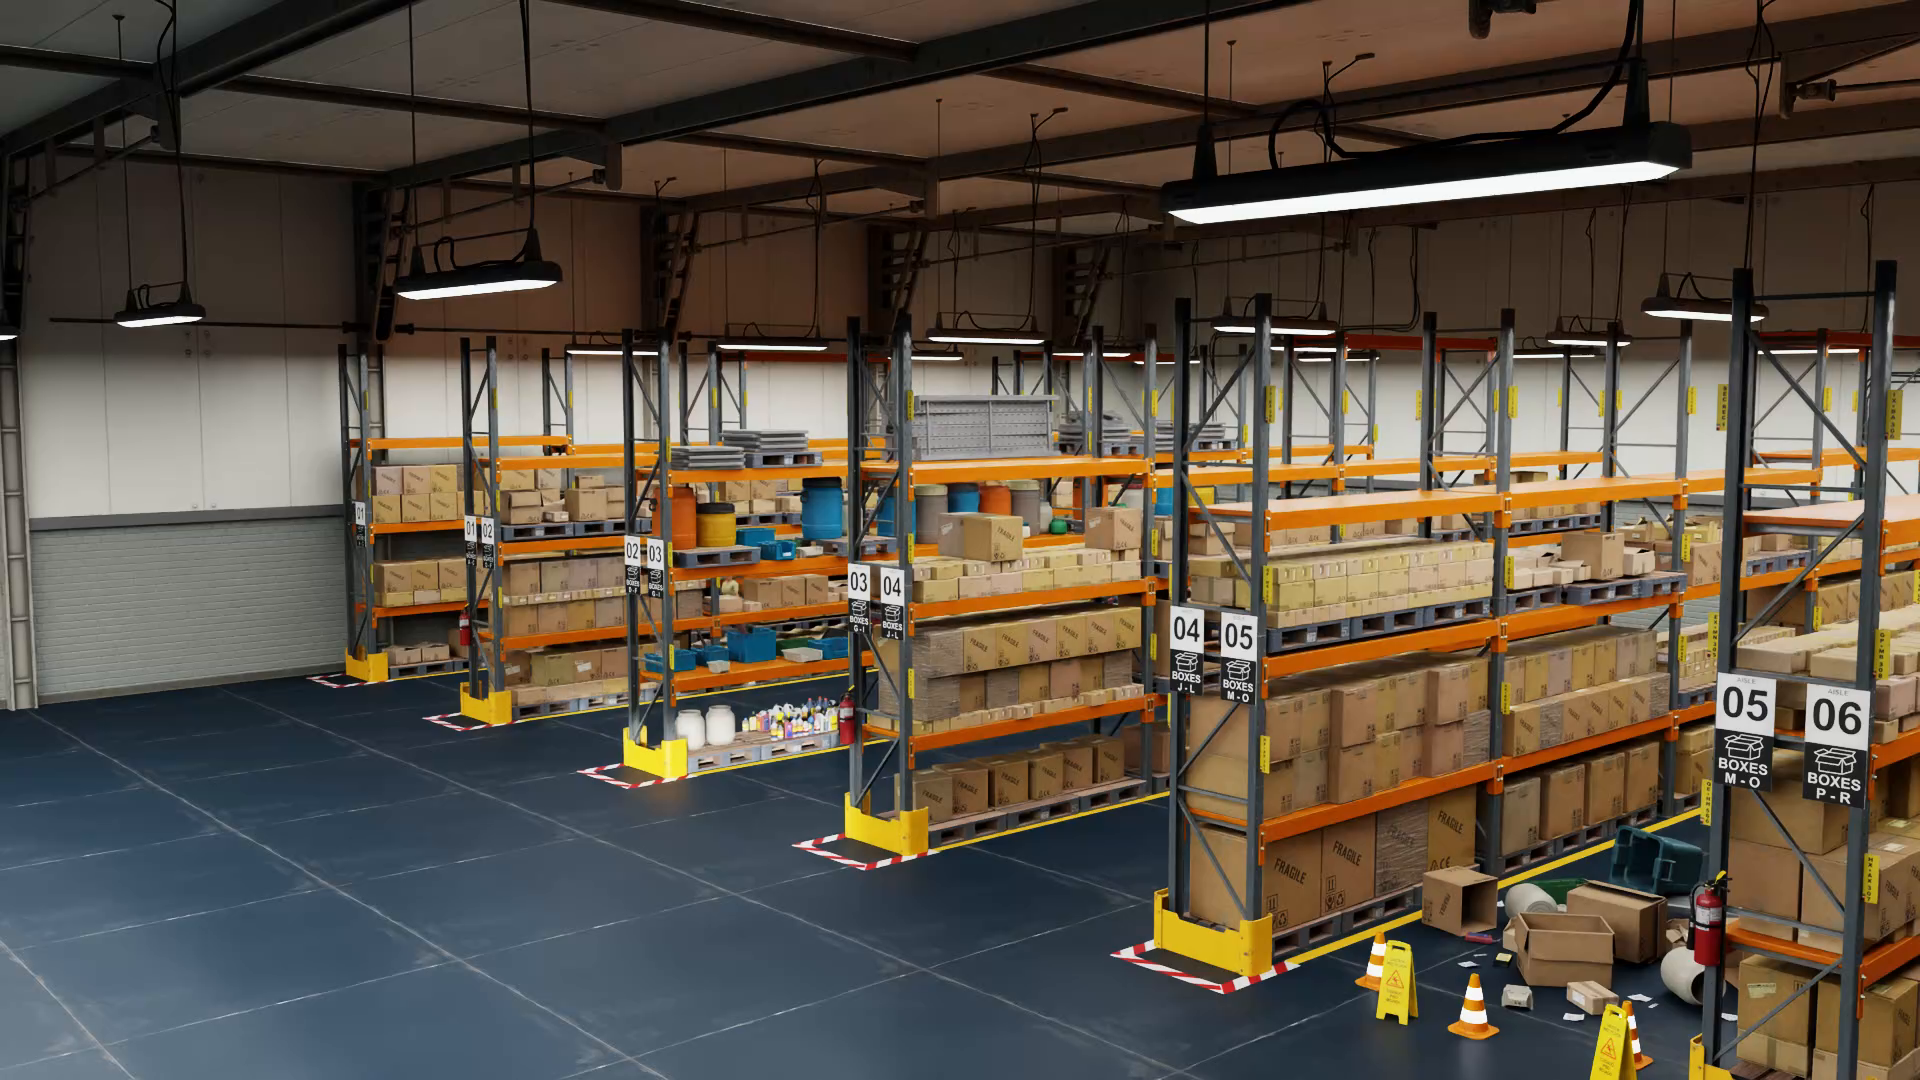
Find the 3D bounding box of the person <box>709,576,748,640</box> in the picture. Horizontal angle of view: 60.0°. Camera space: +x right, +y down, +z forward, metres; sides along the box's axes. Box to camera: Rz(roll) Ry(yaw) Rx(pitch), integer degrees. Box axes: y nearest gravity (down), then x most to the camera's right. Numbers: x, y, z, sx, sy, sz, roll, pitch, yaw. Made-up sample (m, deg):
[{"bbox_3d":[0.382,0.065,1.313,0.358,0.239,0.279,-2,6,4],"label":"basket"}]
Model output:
[{"bbox_3d":[-4.689,1.352,33.323,0.536,1.596,1.068,5,7,43],"label":"person"}]
